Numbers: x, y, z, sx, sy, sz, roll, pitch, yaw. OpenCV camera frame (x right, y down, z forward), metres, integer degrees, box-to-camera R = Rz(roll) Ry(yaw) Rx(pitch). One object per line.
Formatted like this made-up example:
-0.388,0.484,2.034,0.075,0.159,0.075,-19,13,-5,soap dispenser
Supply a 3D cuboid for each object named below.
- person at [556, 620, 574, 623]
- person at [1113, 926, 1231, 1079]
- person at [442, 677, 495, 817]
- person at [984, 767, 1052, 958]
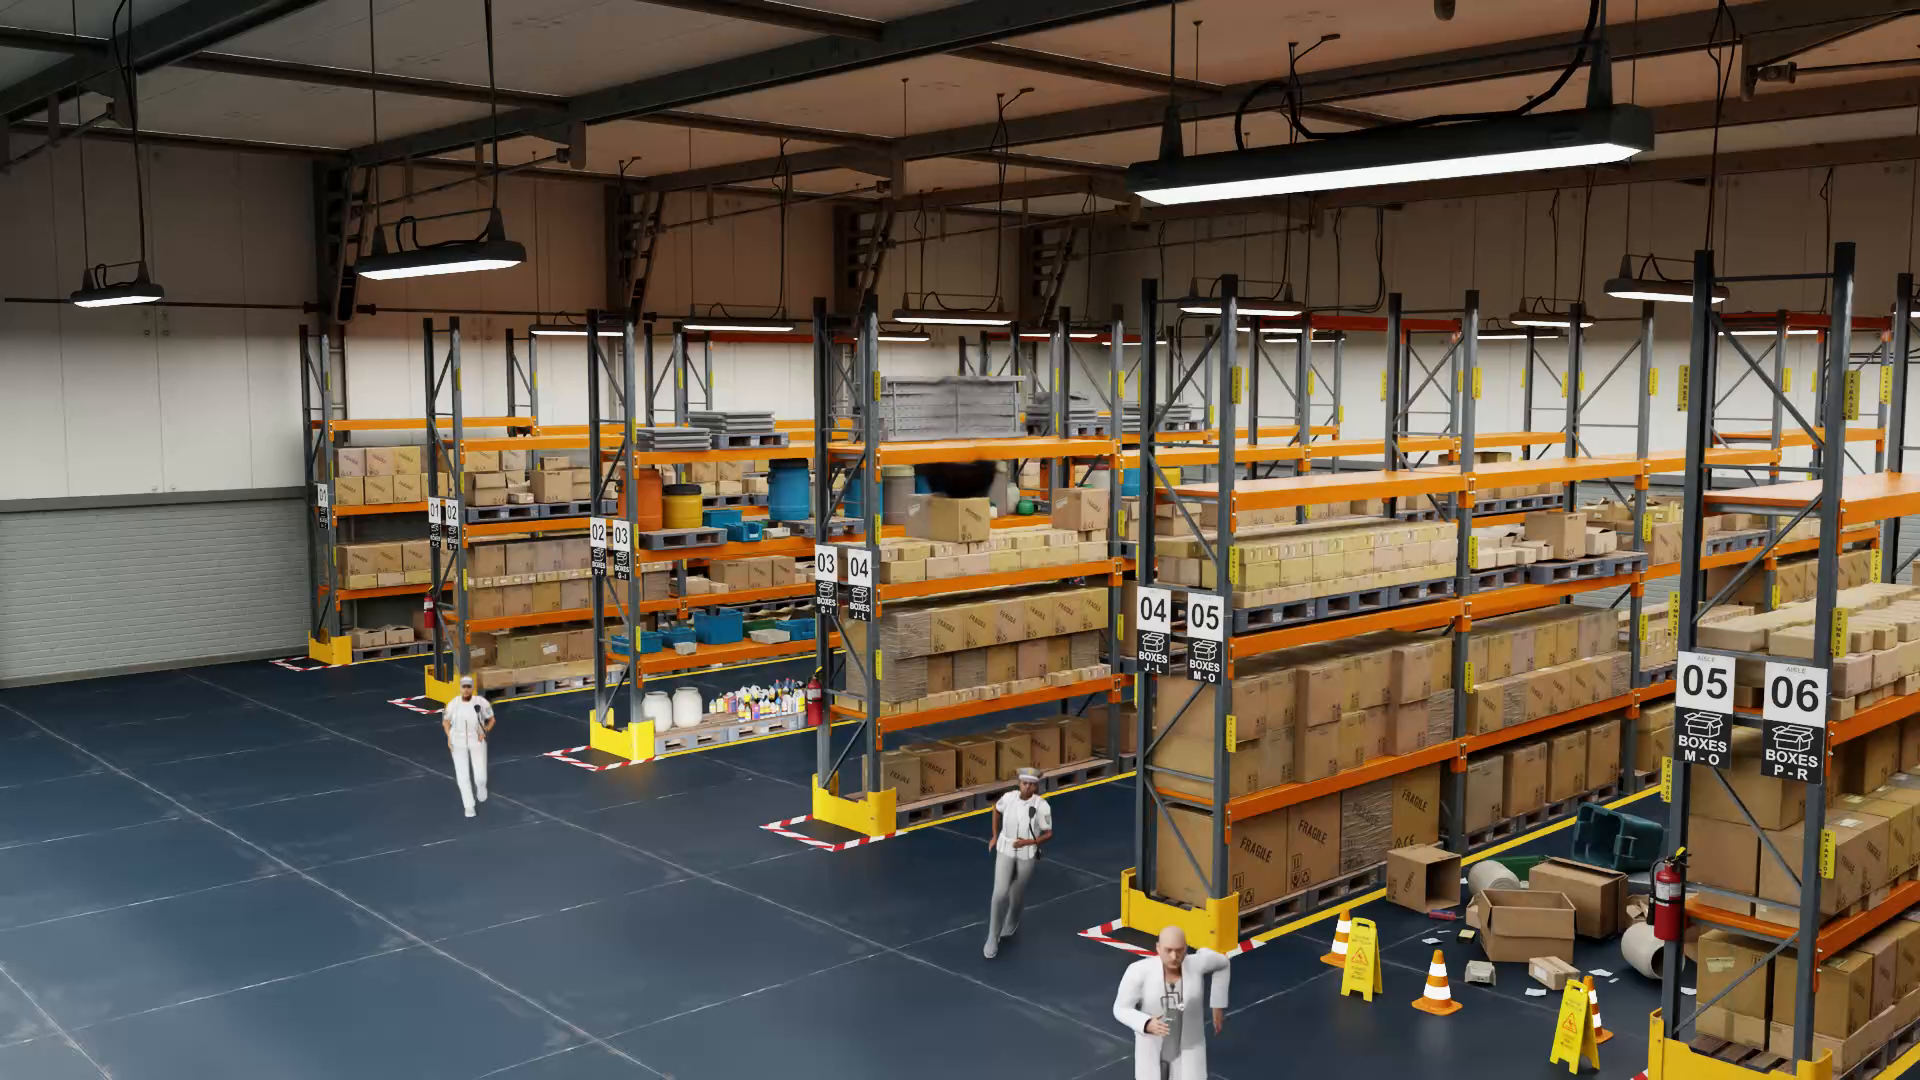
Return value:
-6.970,1.312,29.671,0.714,1.731,0.791,5,7,39,person
1.338,3.267,10.527,0.733,1.831,1.019,1,6,6,person
-5.751,2.394,19.477,0.601,1.624,0.599,-1,6,-11,person
0.540,2.844,14.922,0.590,1.672,0.689,1,6,9,person
